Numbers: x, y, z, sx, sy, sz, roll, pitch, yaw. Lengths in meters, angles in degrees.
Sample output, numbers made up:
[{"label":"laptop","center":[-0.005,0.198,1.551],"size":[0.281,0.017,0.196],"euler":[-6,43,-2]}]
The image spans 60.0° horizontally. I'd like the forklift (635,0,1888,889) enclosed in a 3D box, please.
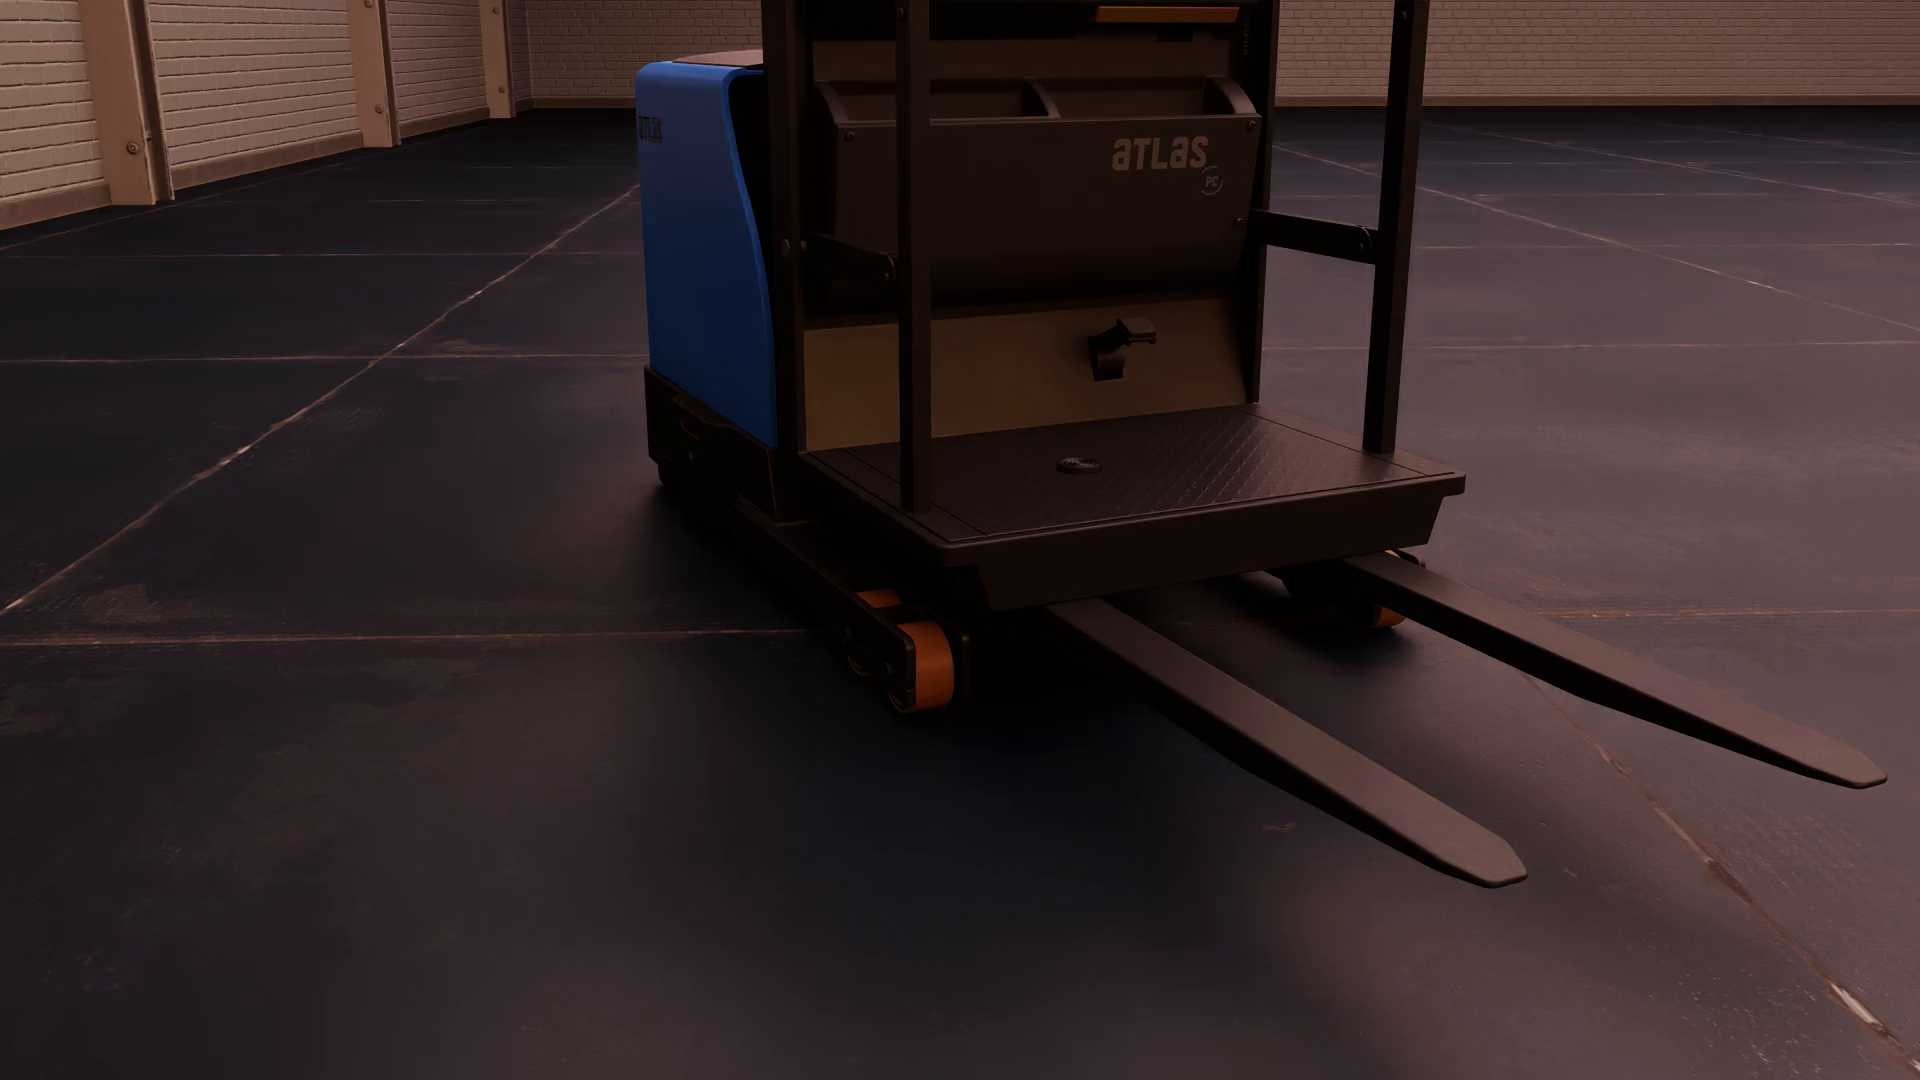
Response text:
[{"label":"forklift","center":[0.258,-1.240,2.962],"size":[1.130,2.935,3.031],"euler":[-8,19,-24]}]
